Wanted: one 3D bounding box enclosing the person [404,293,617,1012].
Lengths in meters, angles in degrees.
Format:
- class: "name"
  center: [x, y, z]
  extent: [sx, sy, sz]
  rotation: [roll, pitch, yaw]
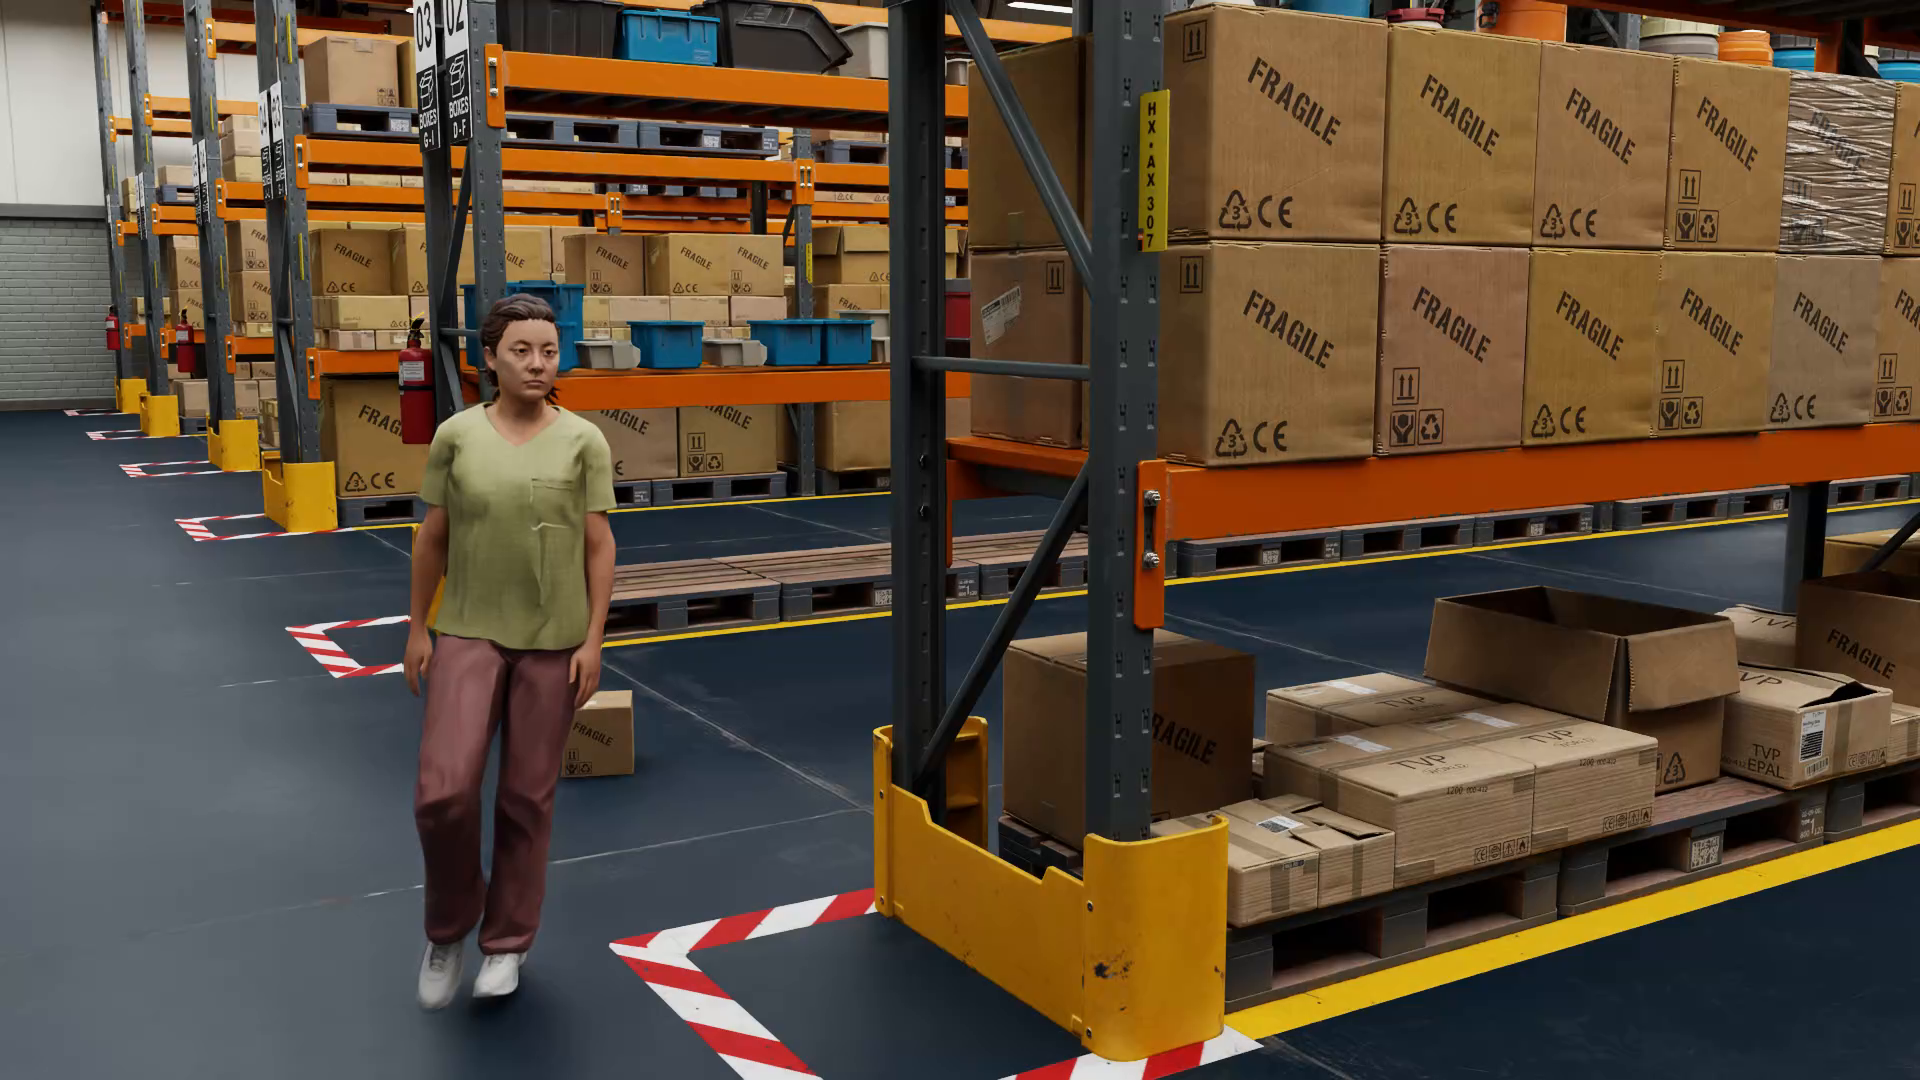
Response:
- class: "person"
  center: [-1.055, 0.269, 3.902]
  extent: [0.511, 1.680, 0.472]
  rotation: [-2, 8, -12]
